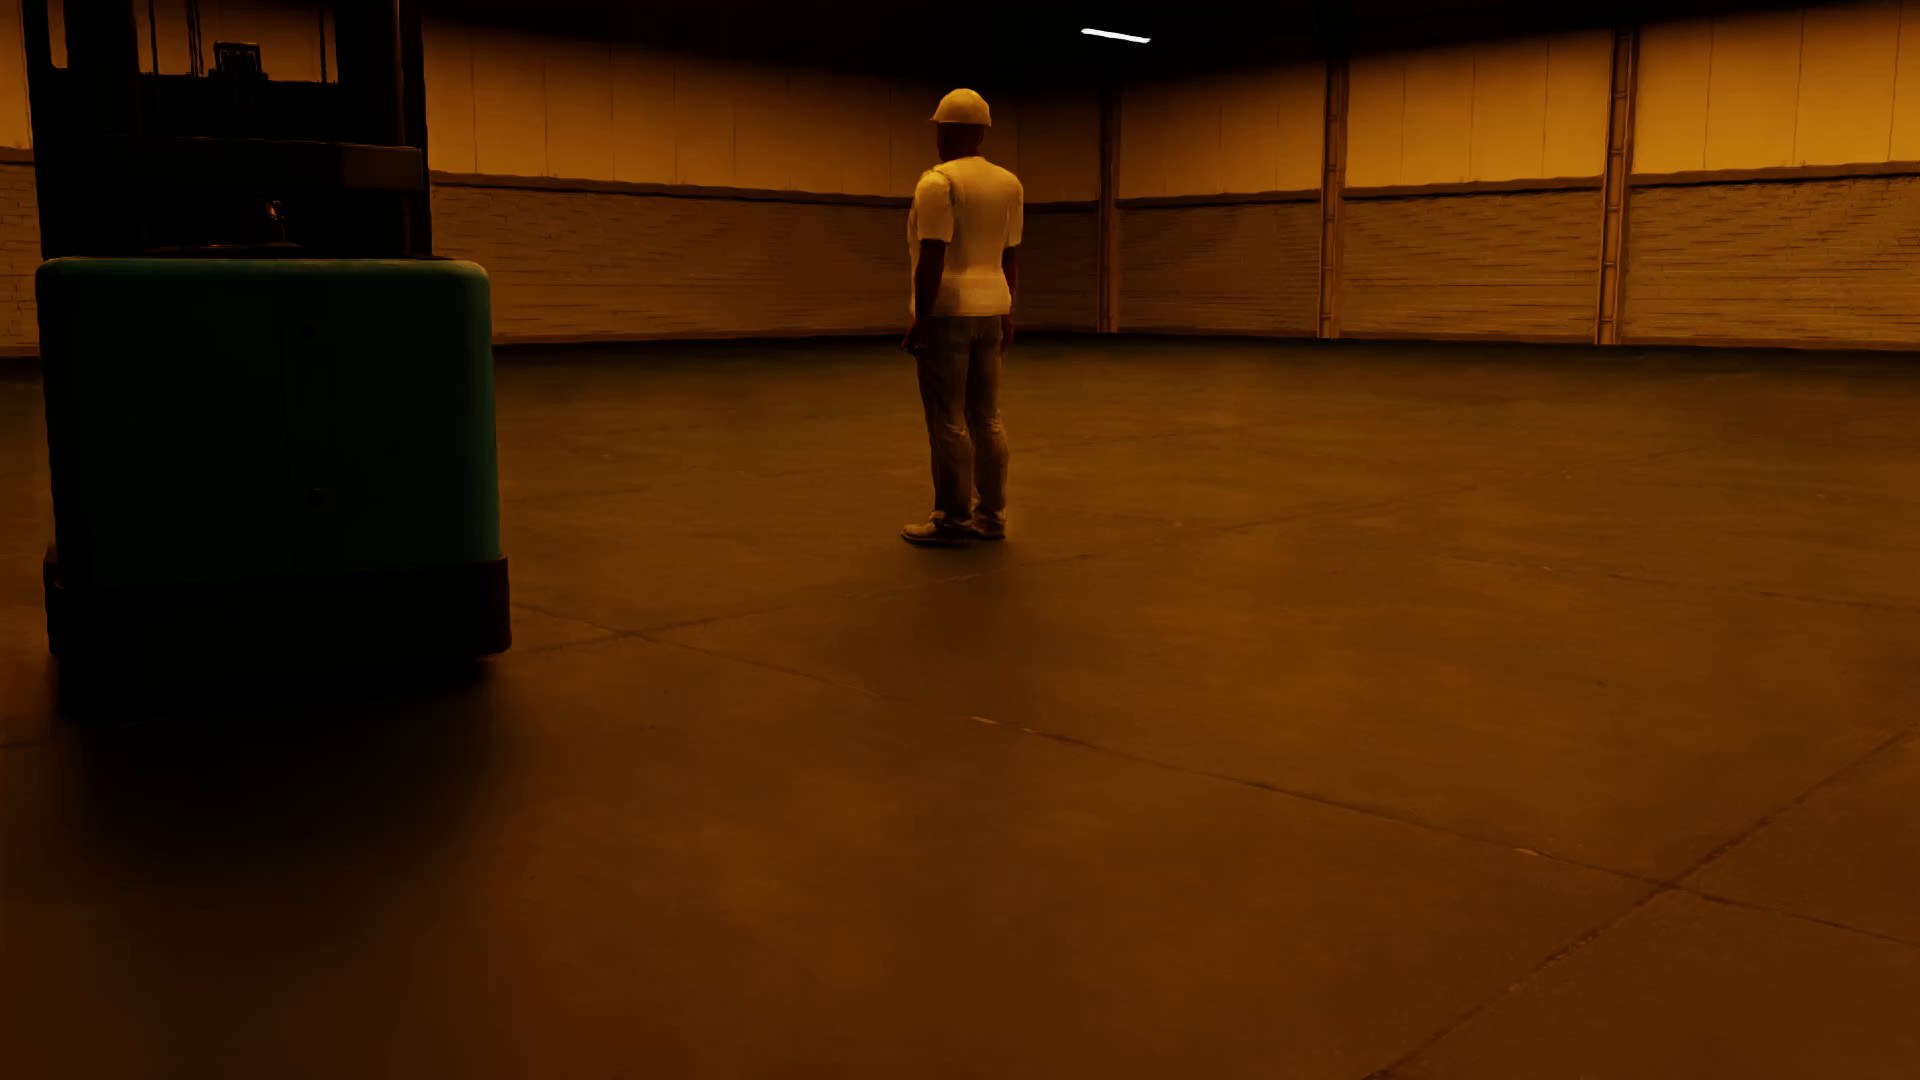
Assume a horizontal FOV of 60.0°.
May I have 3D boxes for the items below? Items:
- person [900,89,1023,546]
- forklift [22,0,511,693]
[{"bbox_3d":[-0.010,-0.875,6.594,0.367,1.771,0.559,8,12,43],"label":"person"},{"bbox_3d":[-2.283,-1.257,5.224,1.130,2.935,3.031,-4,10,-26],"label":"forklift"}]
